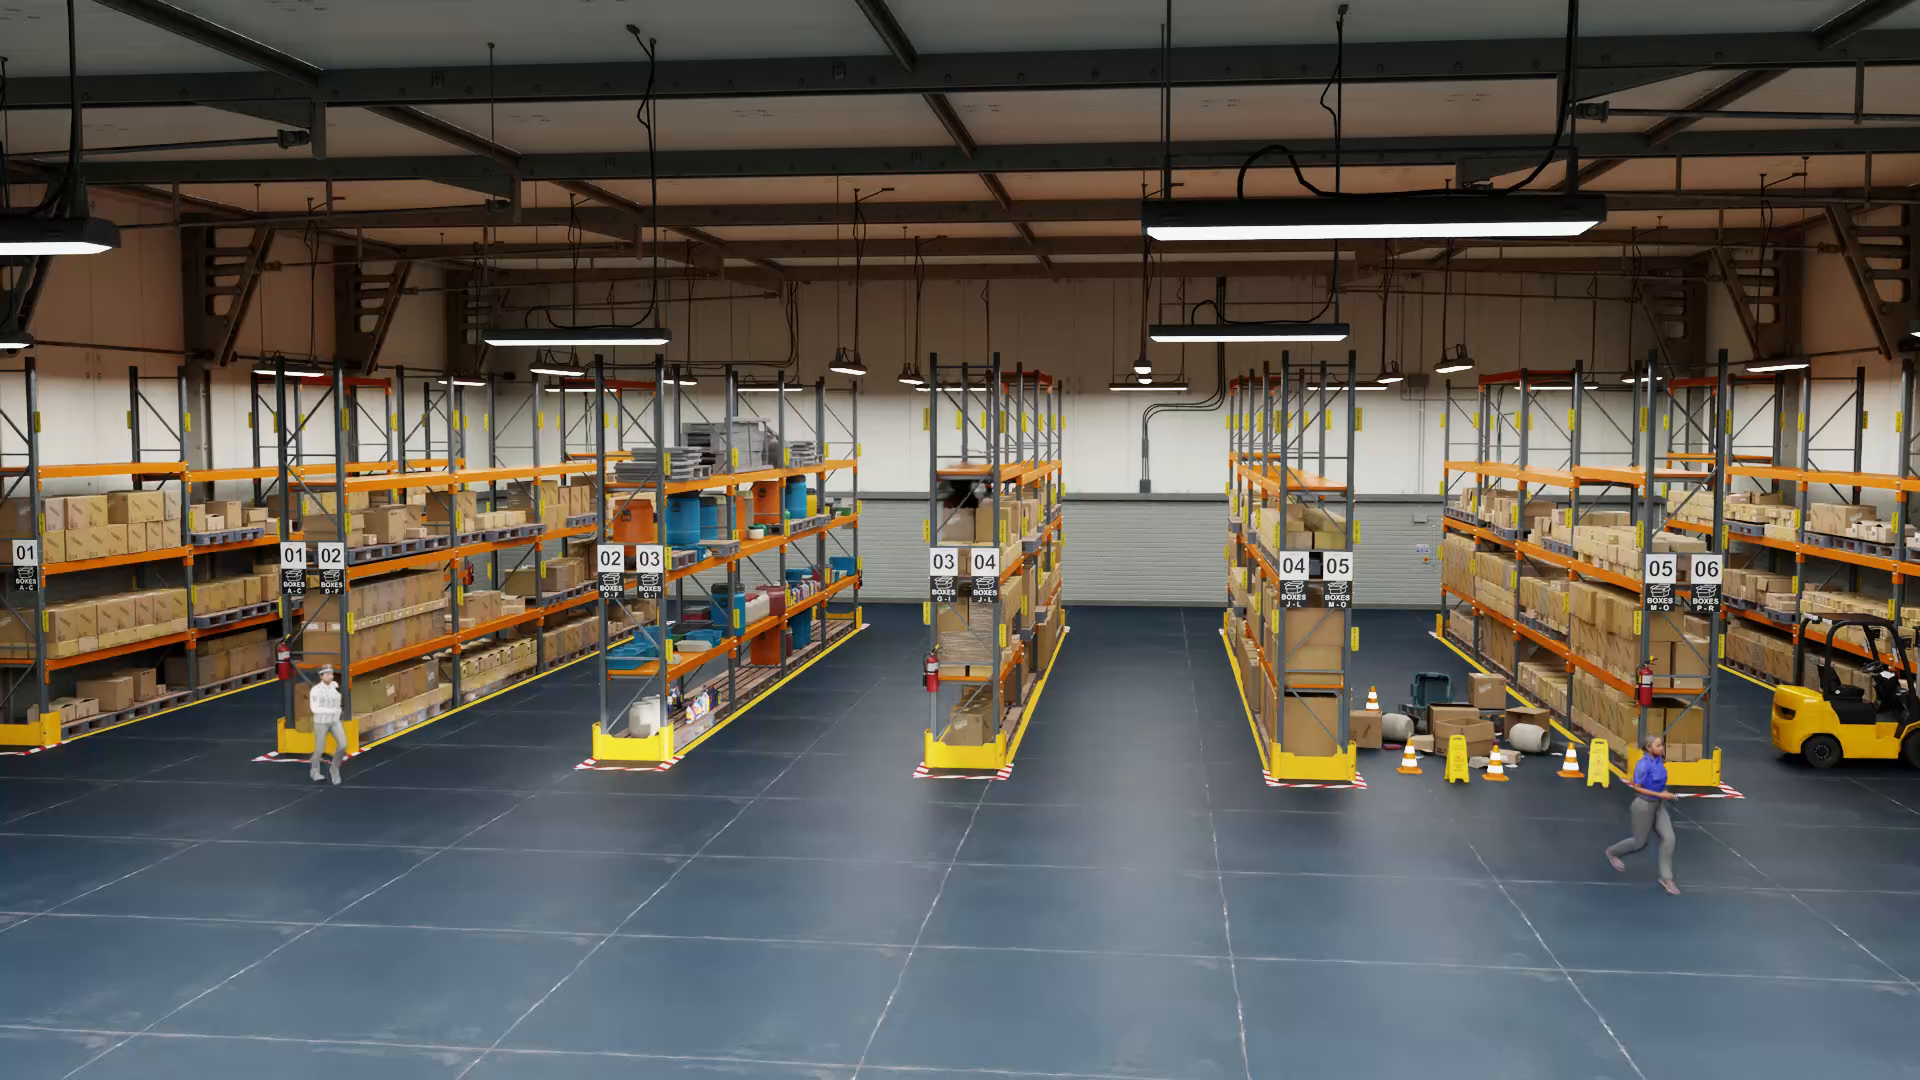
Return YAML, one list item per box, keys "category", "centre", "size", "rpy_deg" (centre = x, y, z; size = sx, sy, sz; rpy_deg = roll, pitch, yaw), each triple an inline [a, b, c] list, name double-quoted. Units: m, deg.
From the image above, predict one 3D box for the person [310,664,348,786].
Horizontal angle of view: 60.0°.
- category: "person"
  centre: [-8.712, 2.541, 22.939]
  size: [0.778, 1.707, 0.573]
  rpy_deg: [3, 5, 39]

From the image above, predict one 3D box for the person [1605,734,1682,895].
- category: "person"
  centre: [7.399, 2.930, 17.965]
  size: [0.608, 1.701, 0.894]
  rpy_deg: [-3, 5, -37]

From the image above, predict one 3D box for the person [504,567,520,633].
- category: "person"
  centre: [-9.857, 1.509, 37.009]
  size: [0.674, 1.832, 0.785]
  rpy_deg: [0, 4, 0]
